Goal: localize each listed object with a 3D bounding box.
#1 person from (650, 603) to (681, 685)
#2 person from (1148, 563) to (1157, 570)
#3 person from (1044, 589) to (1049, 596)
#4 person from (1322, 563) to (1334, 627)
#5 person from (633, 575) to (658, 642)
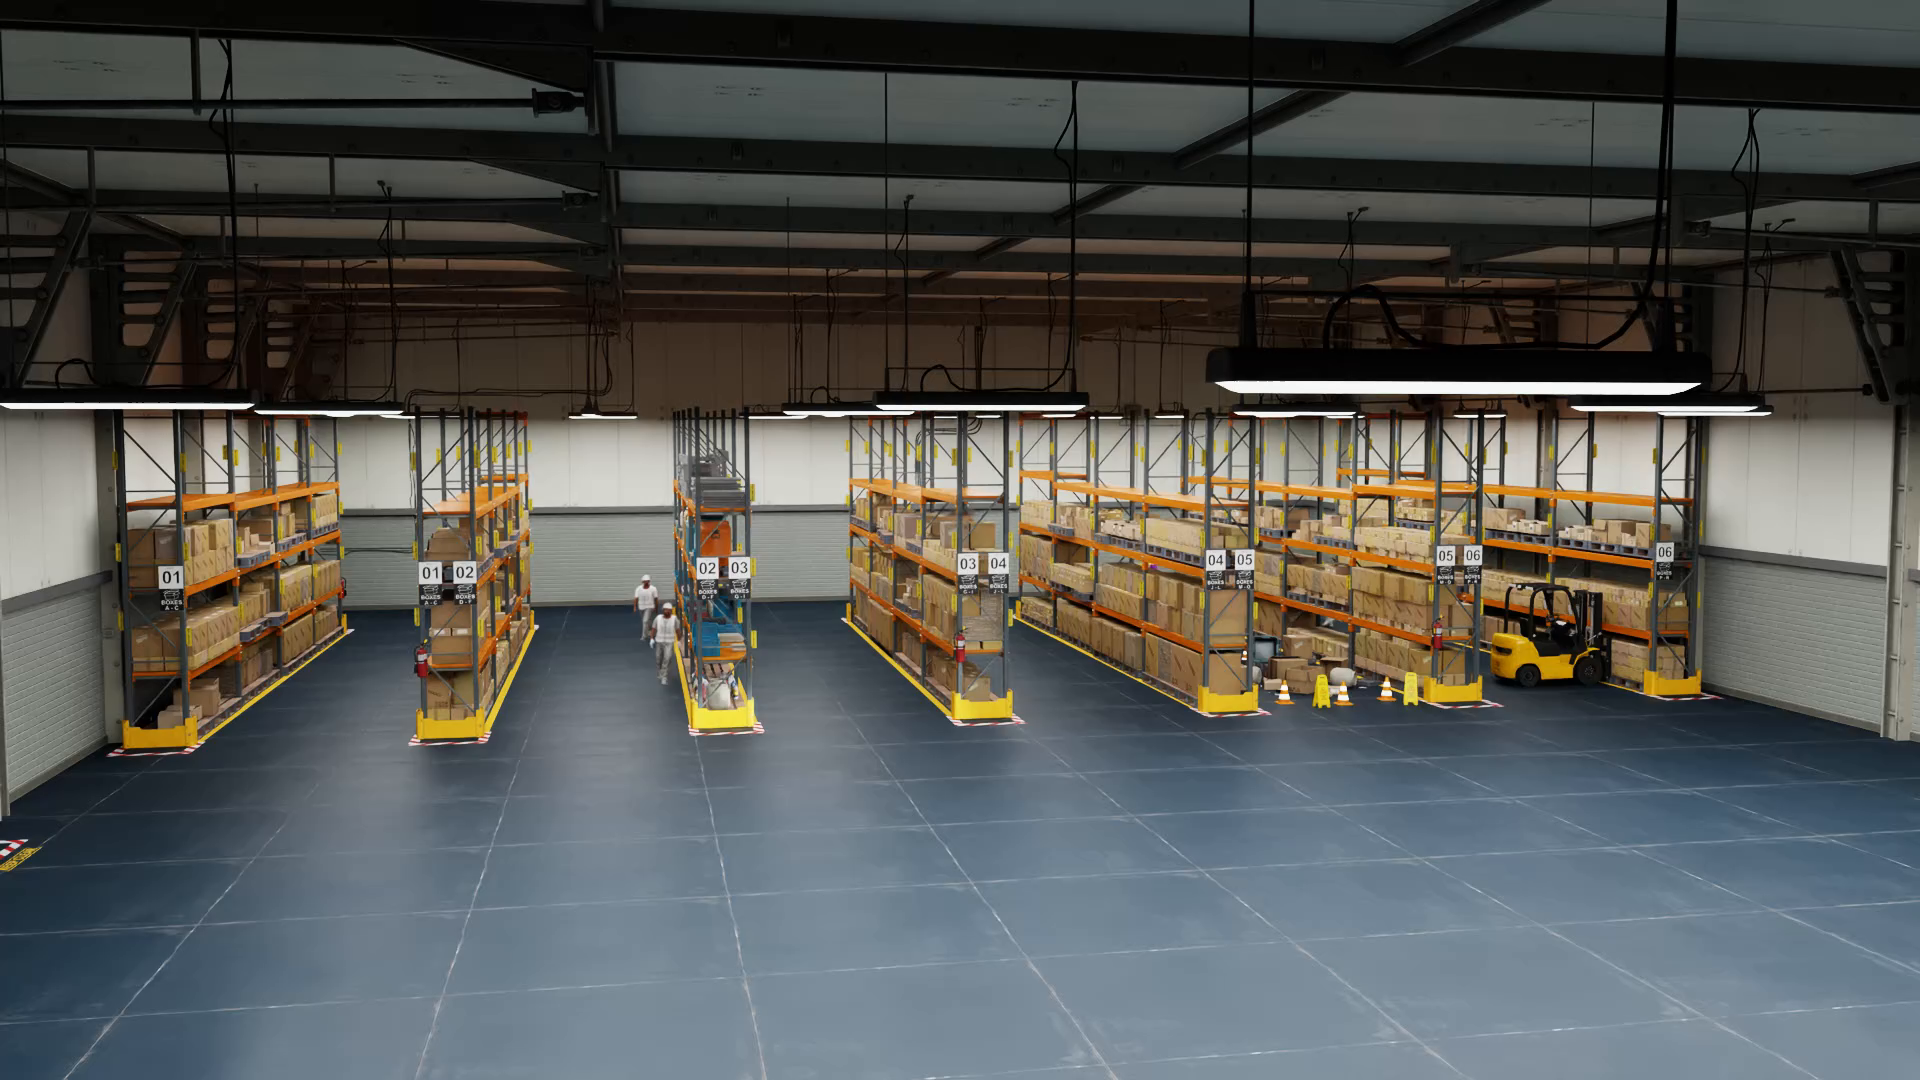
[{"bbox_3d":[-6.459,2.254,36.502,0.669,1.757,0.858,-1,4,-7],"label":"person"},{"bbox_3d":[5.748,1.259,50.392,0.756,1.757,0.585,-1,4,-18],"label":"person"},{"bbox_3d":[2.701,1.099,52.535,0.608,1.720,1.130,2,4,24],"label":"person"},{"bbox_3d":[10.286,1.533,46.425,0.539,1.779,0.638,4,6,43],"label":"person"},{"bbox_3d":[-8.197,1.770,43.410,0.545,1.717,1.094,1,4,17],"label":"person"}]
